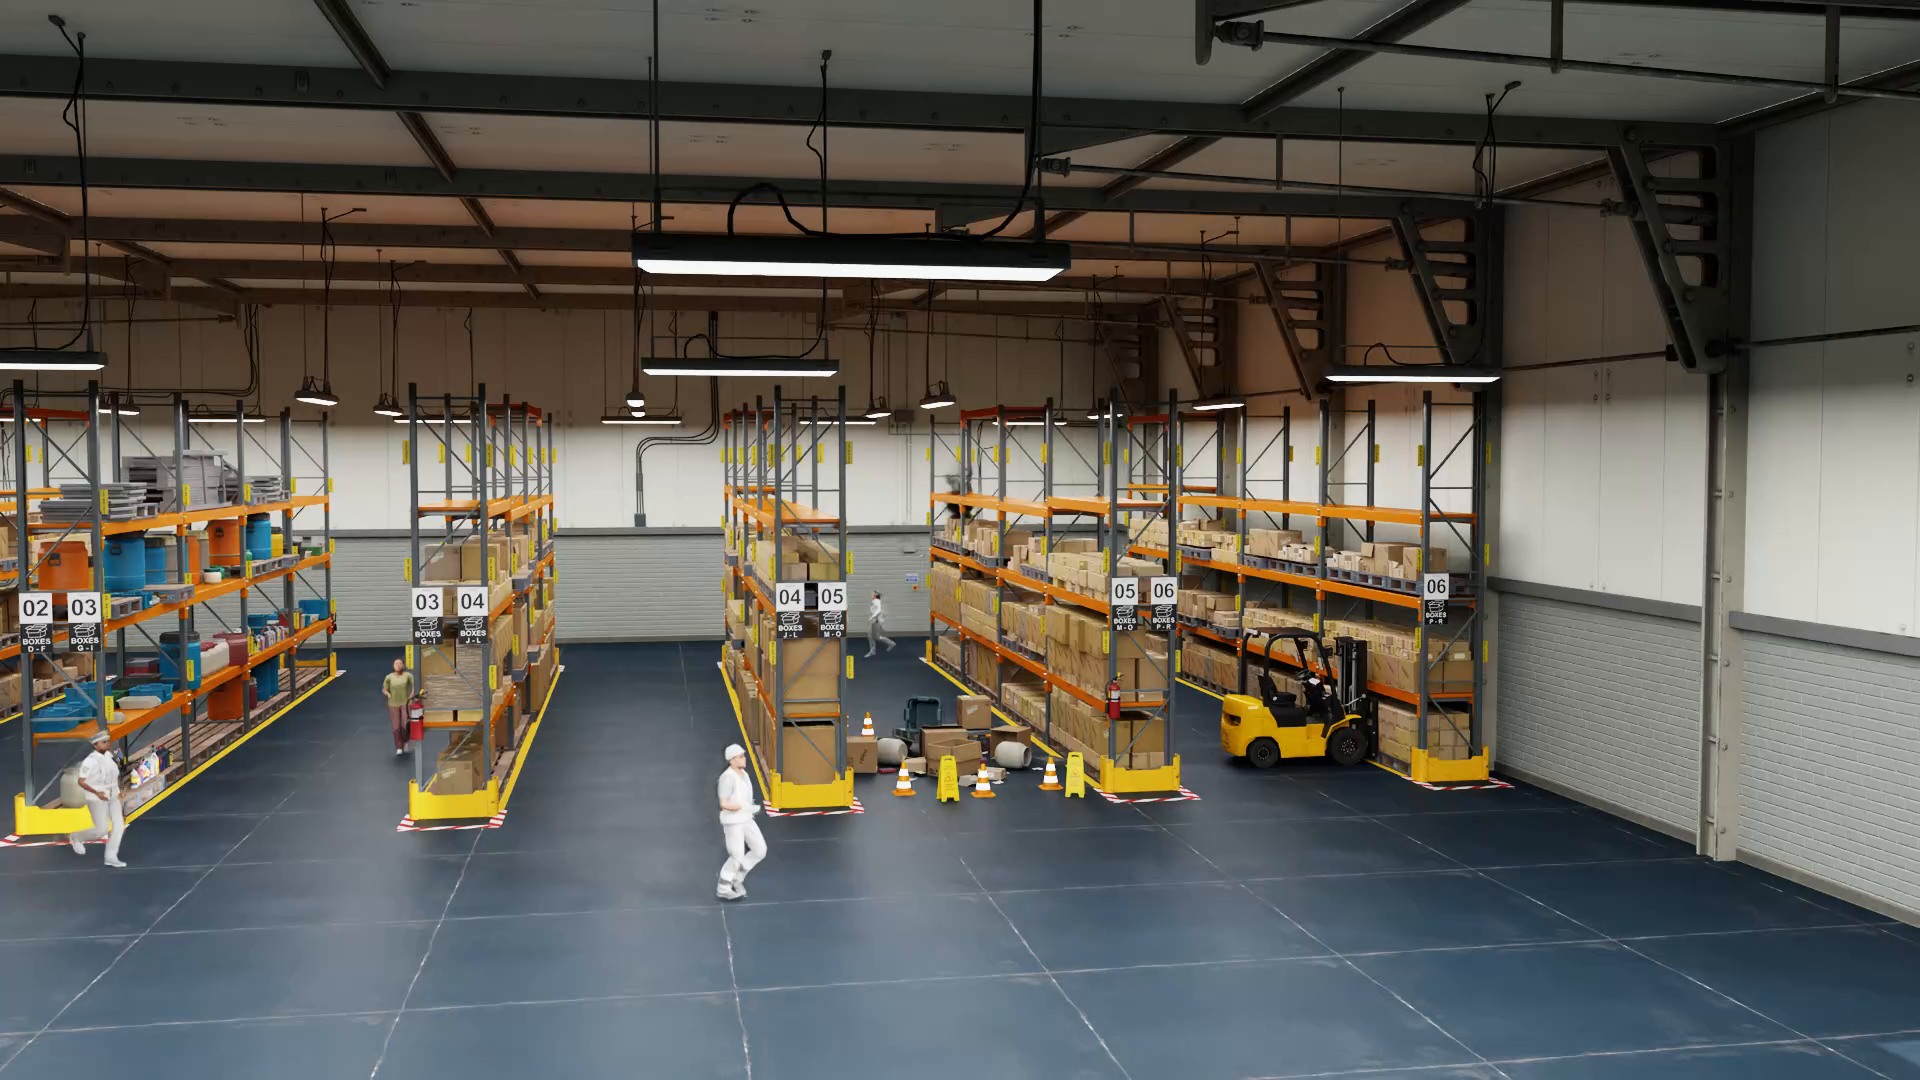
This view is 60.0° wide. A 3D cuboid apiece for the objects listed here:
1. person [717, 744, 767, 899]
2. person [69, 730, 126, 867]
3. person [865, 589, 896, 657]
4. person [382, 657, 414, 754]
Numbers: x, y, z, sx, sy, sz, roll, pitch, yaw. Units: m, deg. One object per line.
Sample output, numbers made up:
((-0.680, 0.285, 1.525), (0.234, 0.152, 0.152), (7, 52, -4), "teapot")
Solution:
((-2.436, 3.167, 18.658), (0.632, 1.753, 0.628), (1, 3, 22), "person")
((-10.515, 3.151, 20.316), (0.721, 1.676, 0.580), (1, 3, 15), "person")
((-1.992, 2.068, 41.454), (0.778, 1.705, 0.635), (0, 3, -5), "person")
((-9.349, 2.797, 27.744), (0.554, 1.576, 0.551), (-1, 3, -17), "person")
